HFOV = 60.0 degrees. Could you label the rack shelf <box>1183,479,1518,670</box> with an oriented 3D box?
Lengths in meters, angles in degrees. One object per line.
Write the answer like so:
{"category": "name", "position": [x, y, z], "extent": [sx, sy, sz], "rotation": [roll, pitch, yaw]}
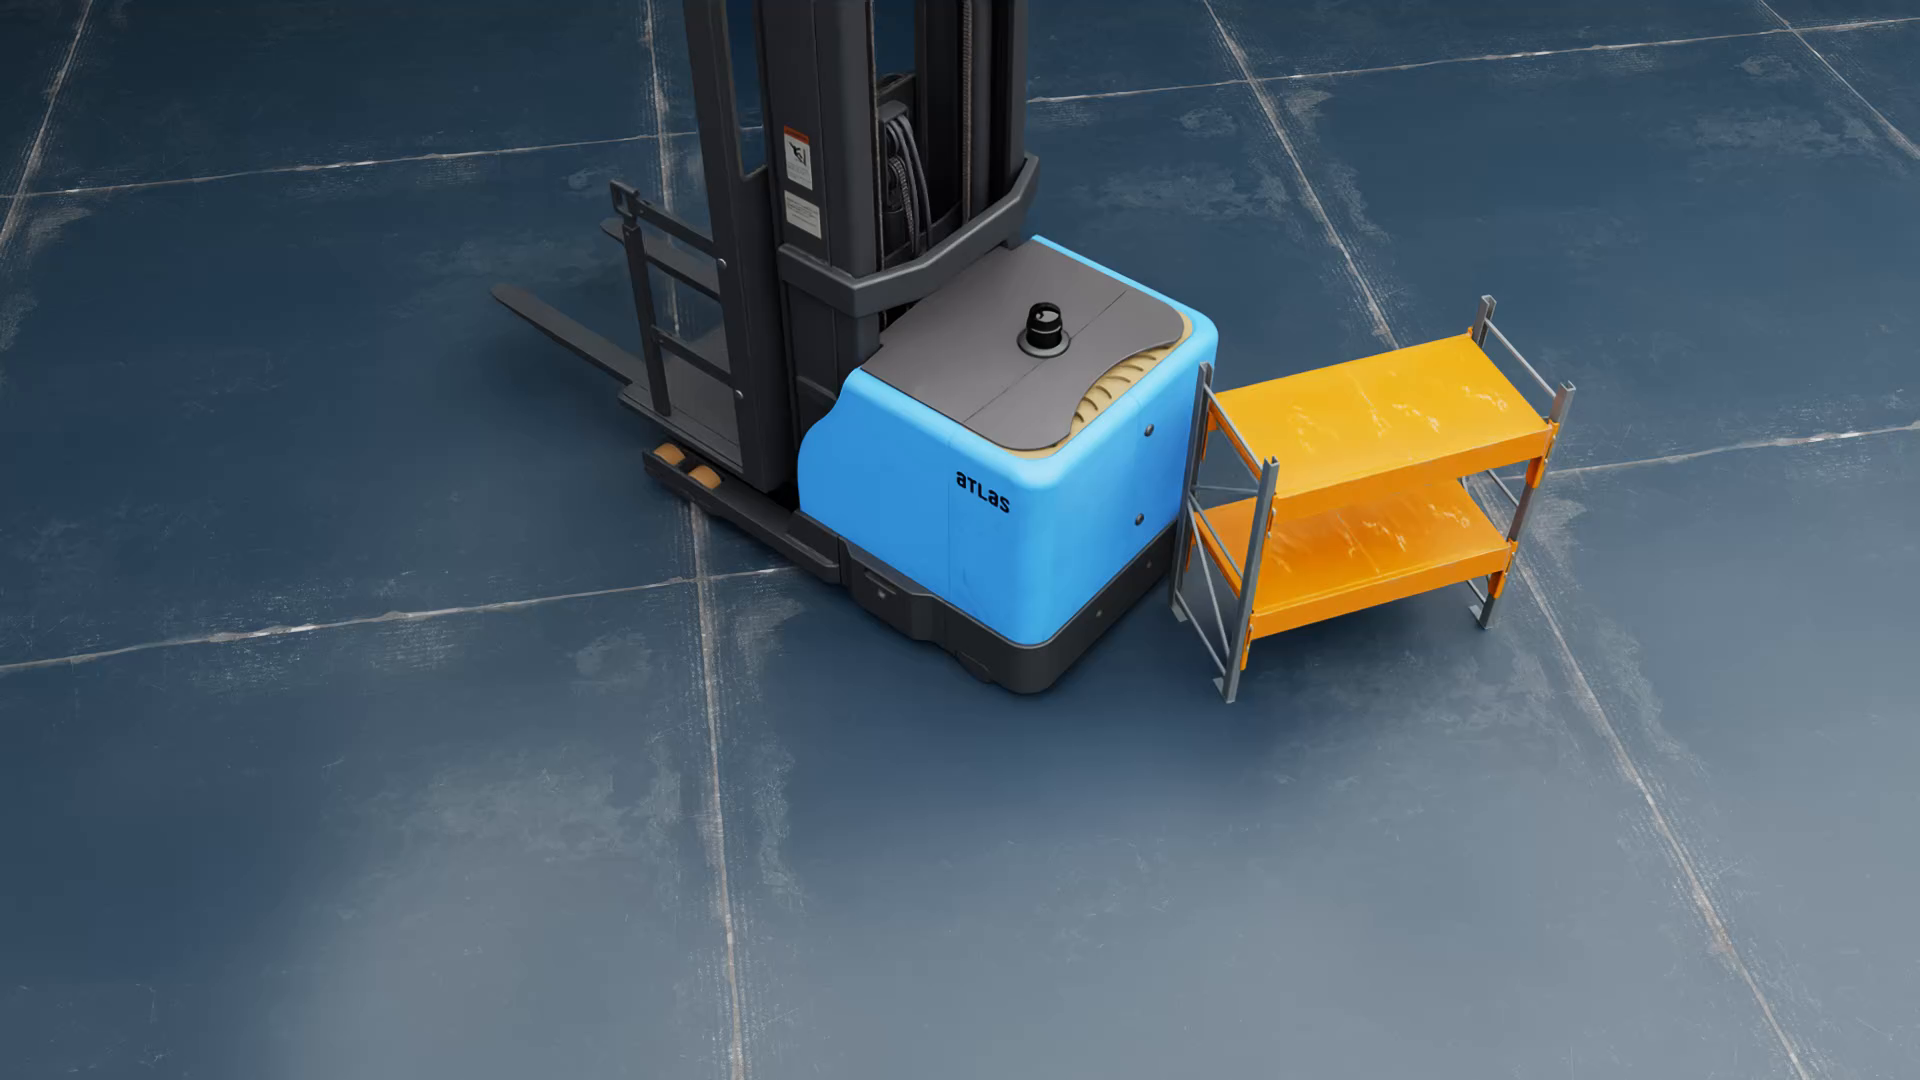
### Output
{"category": "rack shelf", "position": [1.328, 0.048, 5.762], "extent": [1.000, 0.278, 0.538], "rotation": [-14, 48, -13]}

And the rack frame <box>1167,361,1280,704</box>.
{"category": "rack frame", "position": [0.848, -0.001, 5.469], "extent": [0.032, 1.125, 0.500], "rotation": [-14, 48, -13]}

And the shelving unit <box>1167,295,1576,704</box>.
{"category": "shelving unit", "position": [1.328, -0.121, 5.586], "extent": [1.048, 1.125, 0.538], "rotation": [-14, 48, -13]}

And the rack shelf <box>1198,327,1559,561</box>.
{"category": "rack shelf", "position": [1.328, -0.325, 5.375], "extent": [1.000, 0.278, 0.538], "rotation": [-14, 48, -13]}

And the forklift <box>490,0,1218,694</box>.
{"category": "forklift", "position": [-0.590, -1.400, 5.563], "extent": [3.031, 2.935, 1.130], "rotation": [31, 53, 26]}

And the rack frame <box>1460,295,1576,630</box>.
{"category": "rack frame", "position": [1.808, -0.242, 5.702], "extent": [0.032, 1.125, 0.500], "rotation": [-14, 48, -13]}
